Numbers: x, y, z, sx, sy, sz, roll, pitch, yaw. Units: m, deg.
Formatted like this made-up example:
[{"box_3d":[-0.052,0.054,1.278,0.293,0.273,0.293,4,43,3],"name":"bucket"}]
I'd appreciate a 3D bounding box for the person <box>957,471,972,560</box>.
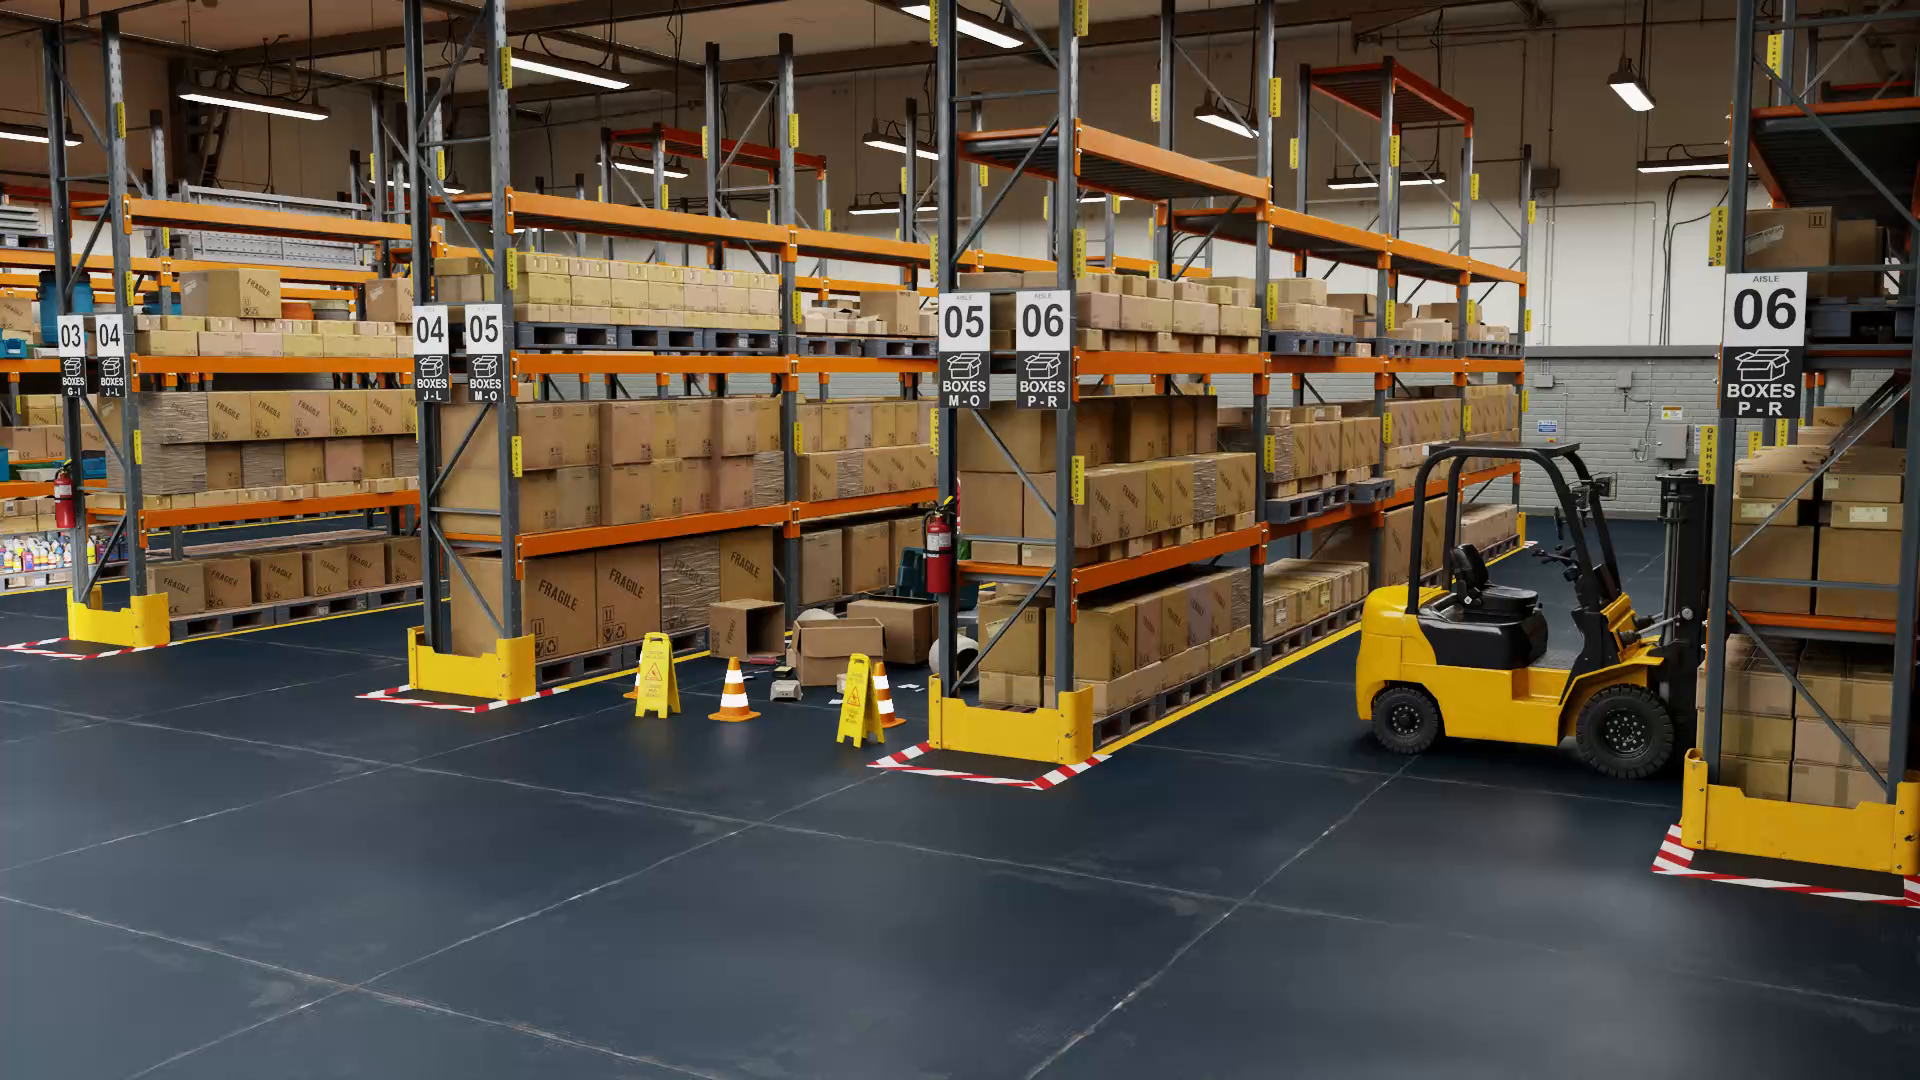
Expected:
[{"box_3d":[0.082,-0.078,18.153,0.561,1.786,0.638,3,7,29],"name":"person"}]
